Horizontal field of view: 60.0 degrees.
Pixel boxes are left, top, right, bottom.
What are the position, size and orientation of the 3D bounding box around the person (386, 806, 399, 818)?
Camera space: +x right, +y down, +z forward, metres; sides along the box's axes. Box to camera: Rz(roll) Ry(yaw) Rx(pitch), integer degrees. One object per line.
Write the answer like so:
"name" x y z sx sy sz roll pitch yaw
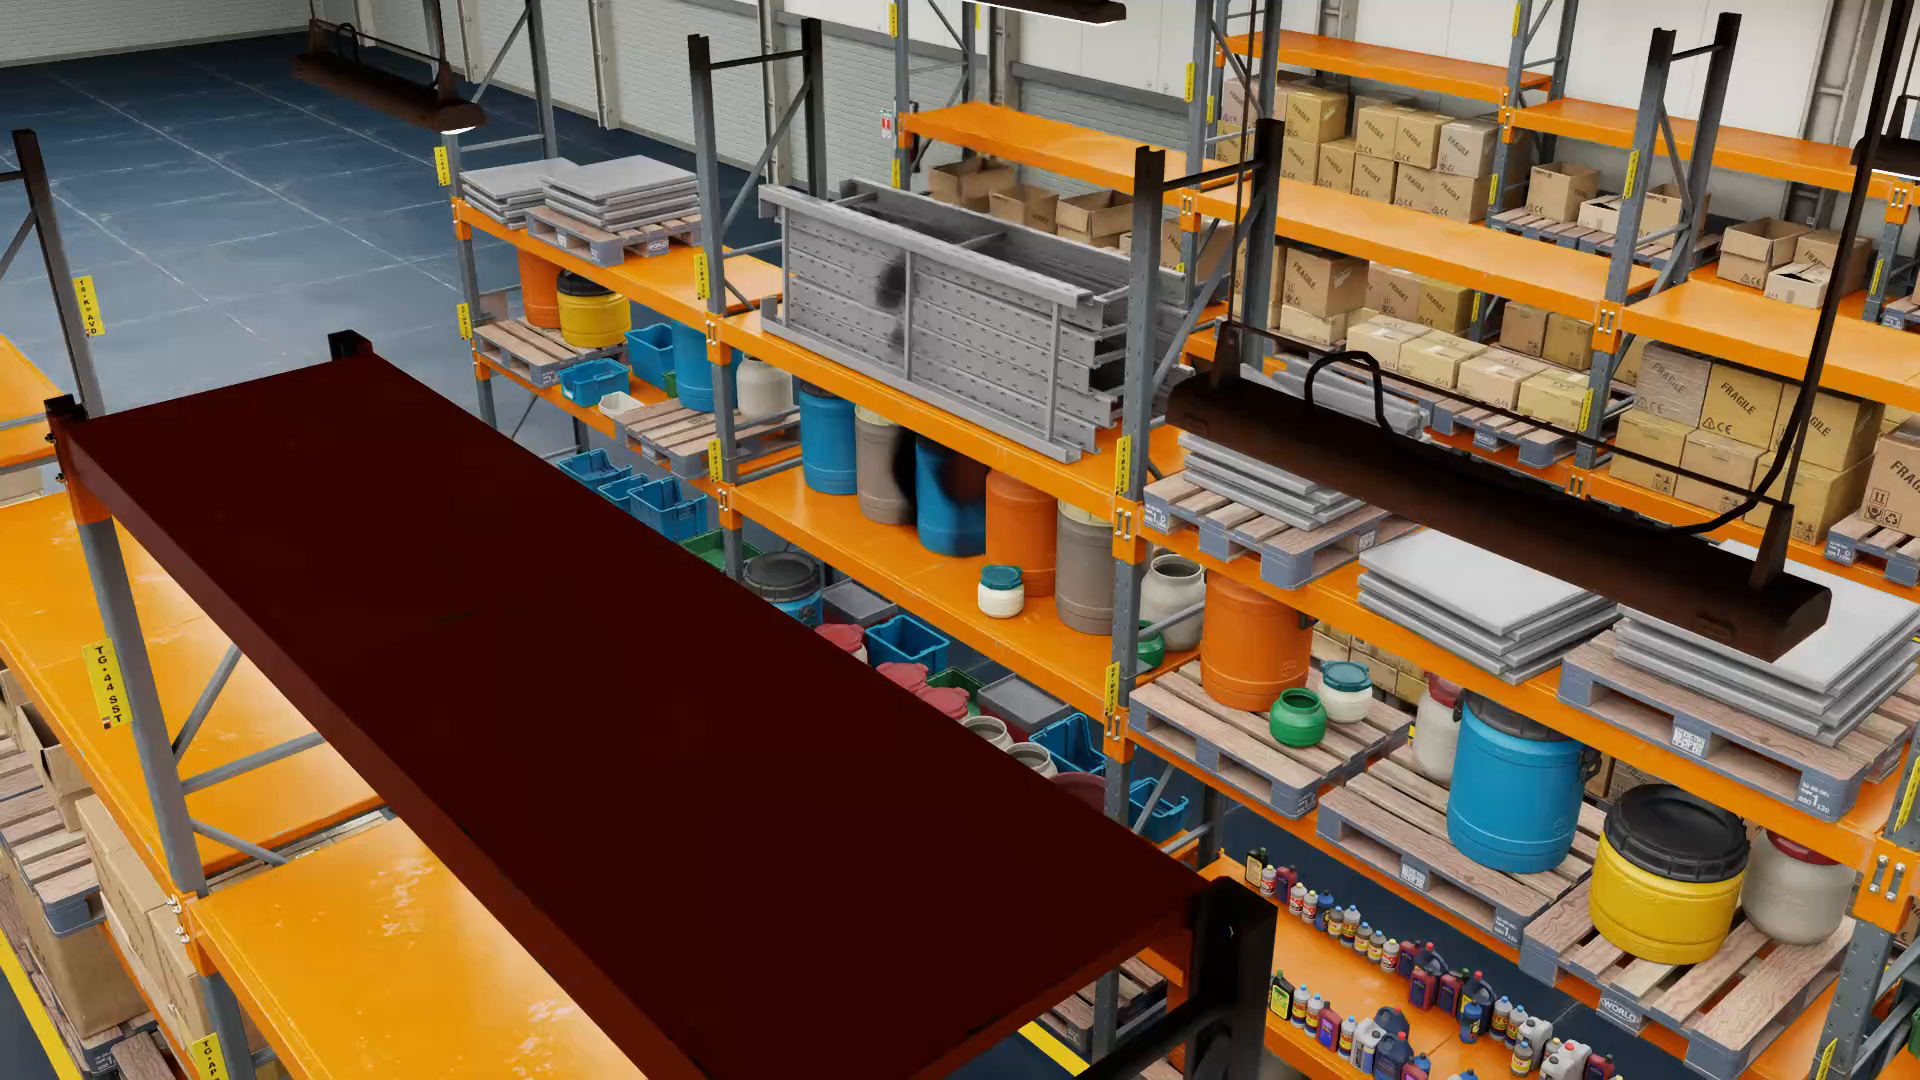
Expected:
"person" -3.874 1.632 11.750 0.879 1.780 0.653 20 33 33
